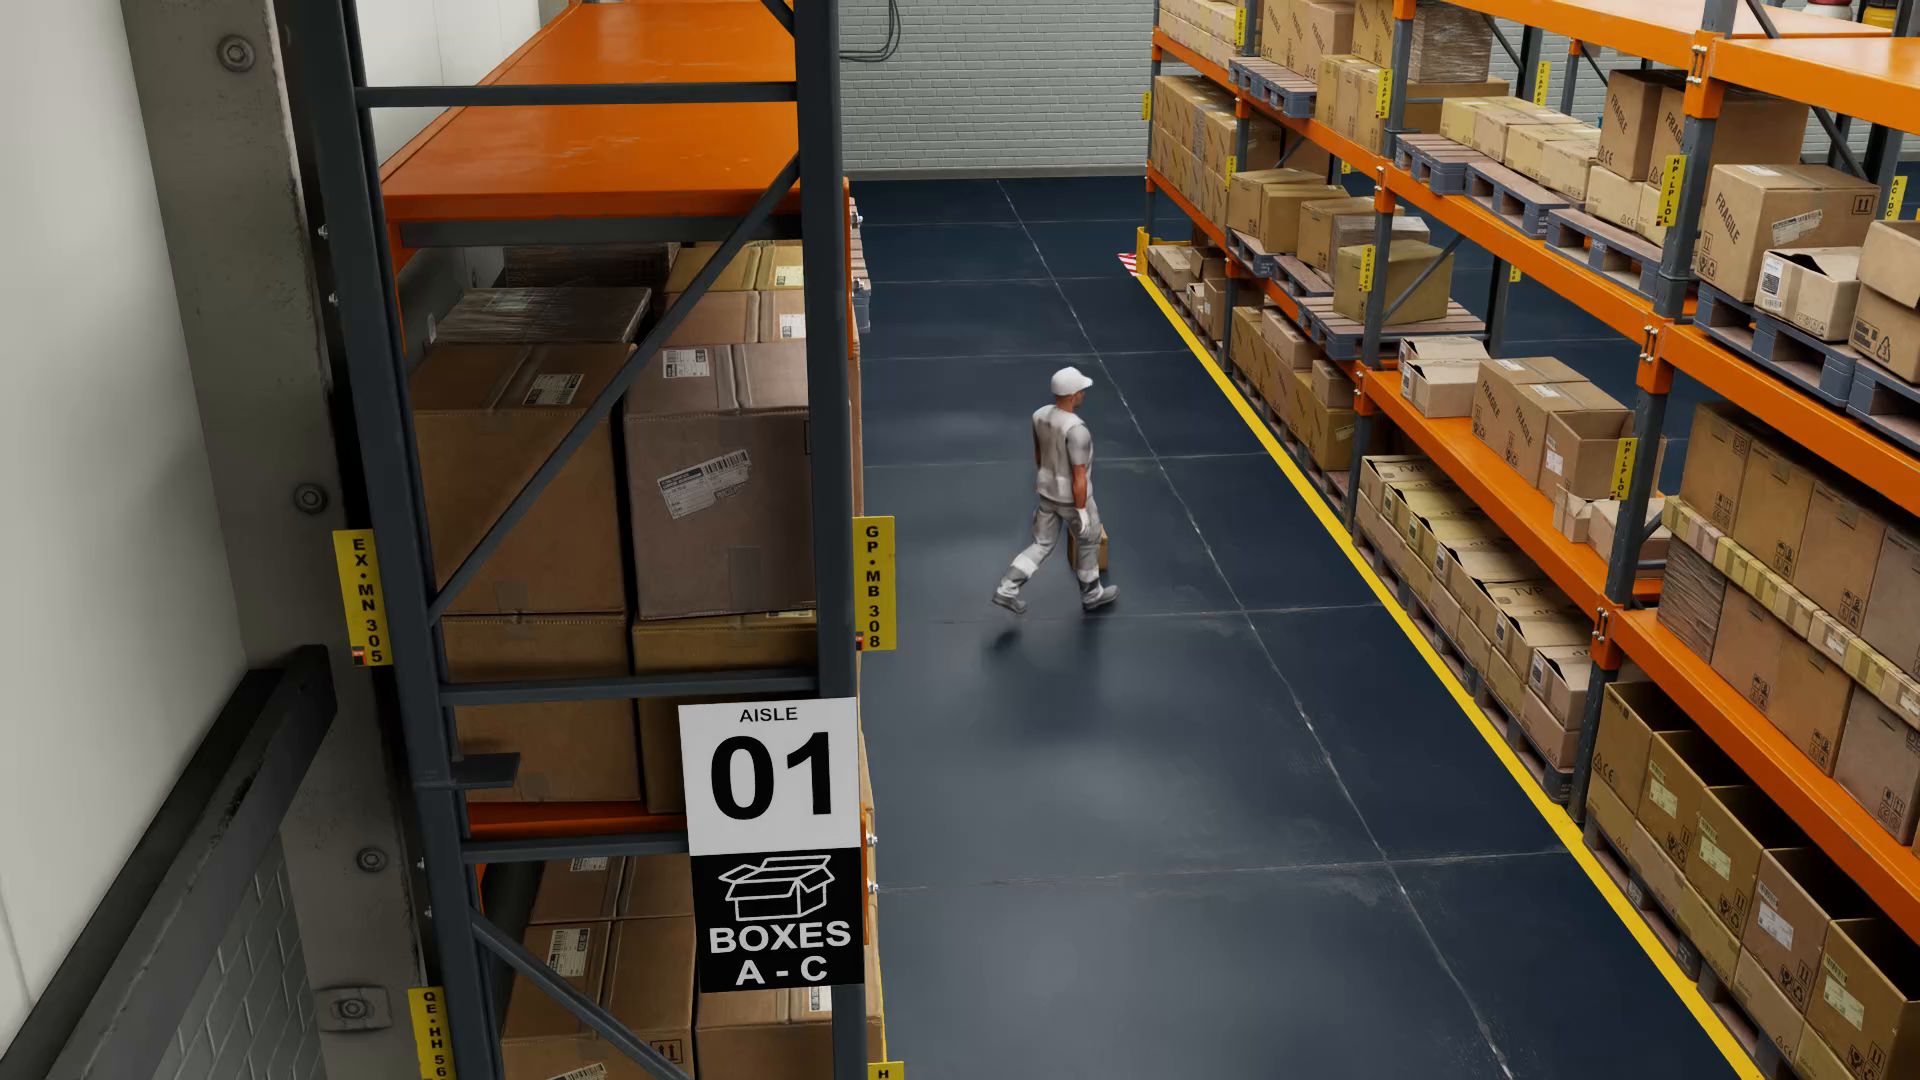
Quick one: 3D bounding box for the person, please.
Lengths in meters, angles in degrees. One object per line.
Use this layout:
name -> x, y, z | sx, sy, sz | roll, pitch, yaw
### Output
person -> 0.682, -0.287, 10.974 | 0.988, 1.765, 0.650 | -18, 29, -35
